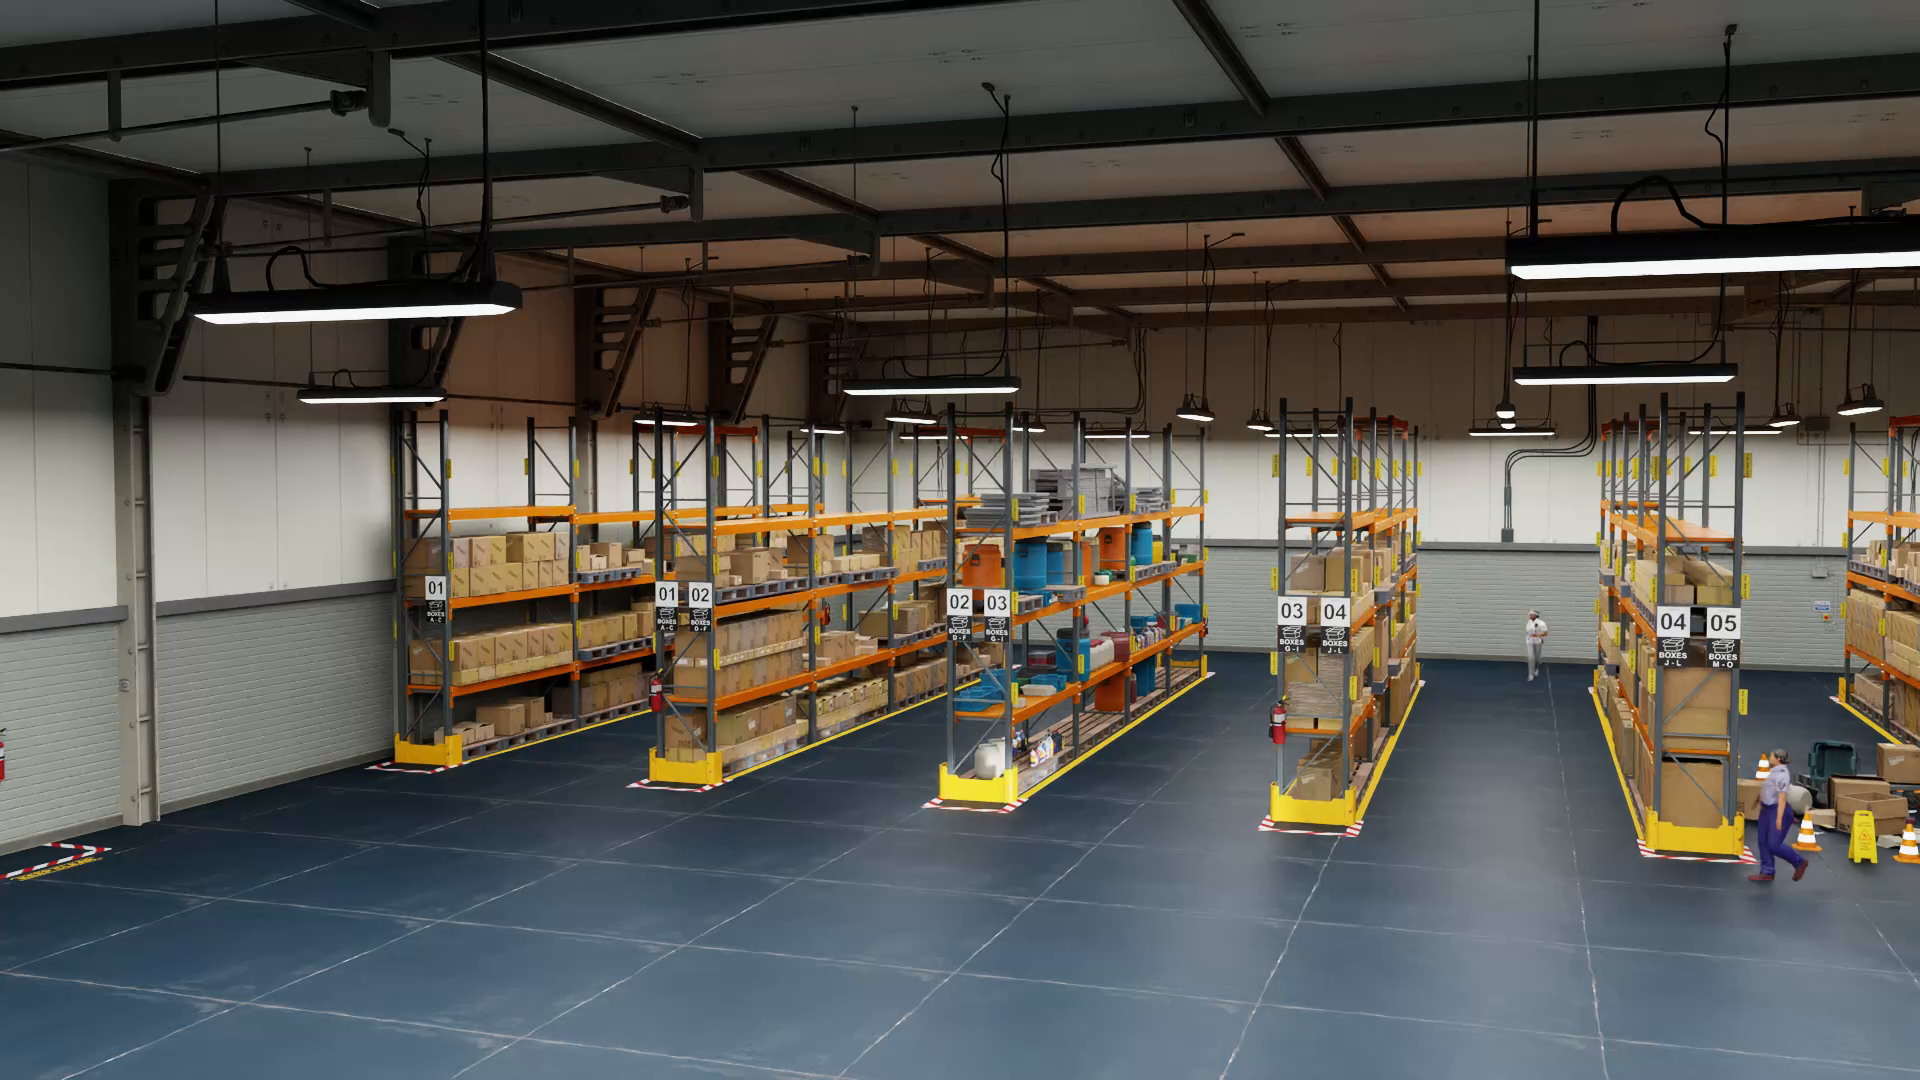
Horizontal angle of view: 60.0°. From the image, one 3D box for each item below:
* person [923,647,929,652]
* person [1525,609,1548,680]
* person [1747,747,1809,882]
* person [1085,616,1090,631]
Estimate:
[{"bbox_3d":[-1.149,2.257,44.256,1.026,1.717,0.654,2,3,38],"label":"person"},{"bbox_3d":[13.658,2.452,39.420,0.513,1.641,1.028,1,3,19],"label":"person"},{"bbox_3d":[9.853,3.318,20.013,0.570,1.623,0.489,0,2,-4],"label":"person"},{"bbox_3d":[2.566,2.541,36.867,0.629,1.764,0.636,0,2,3],"label":"person"}]
